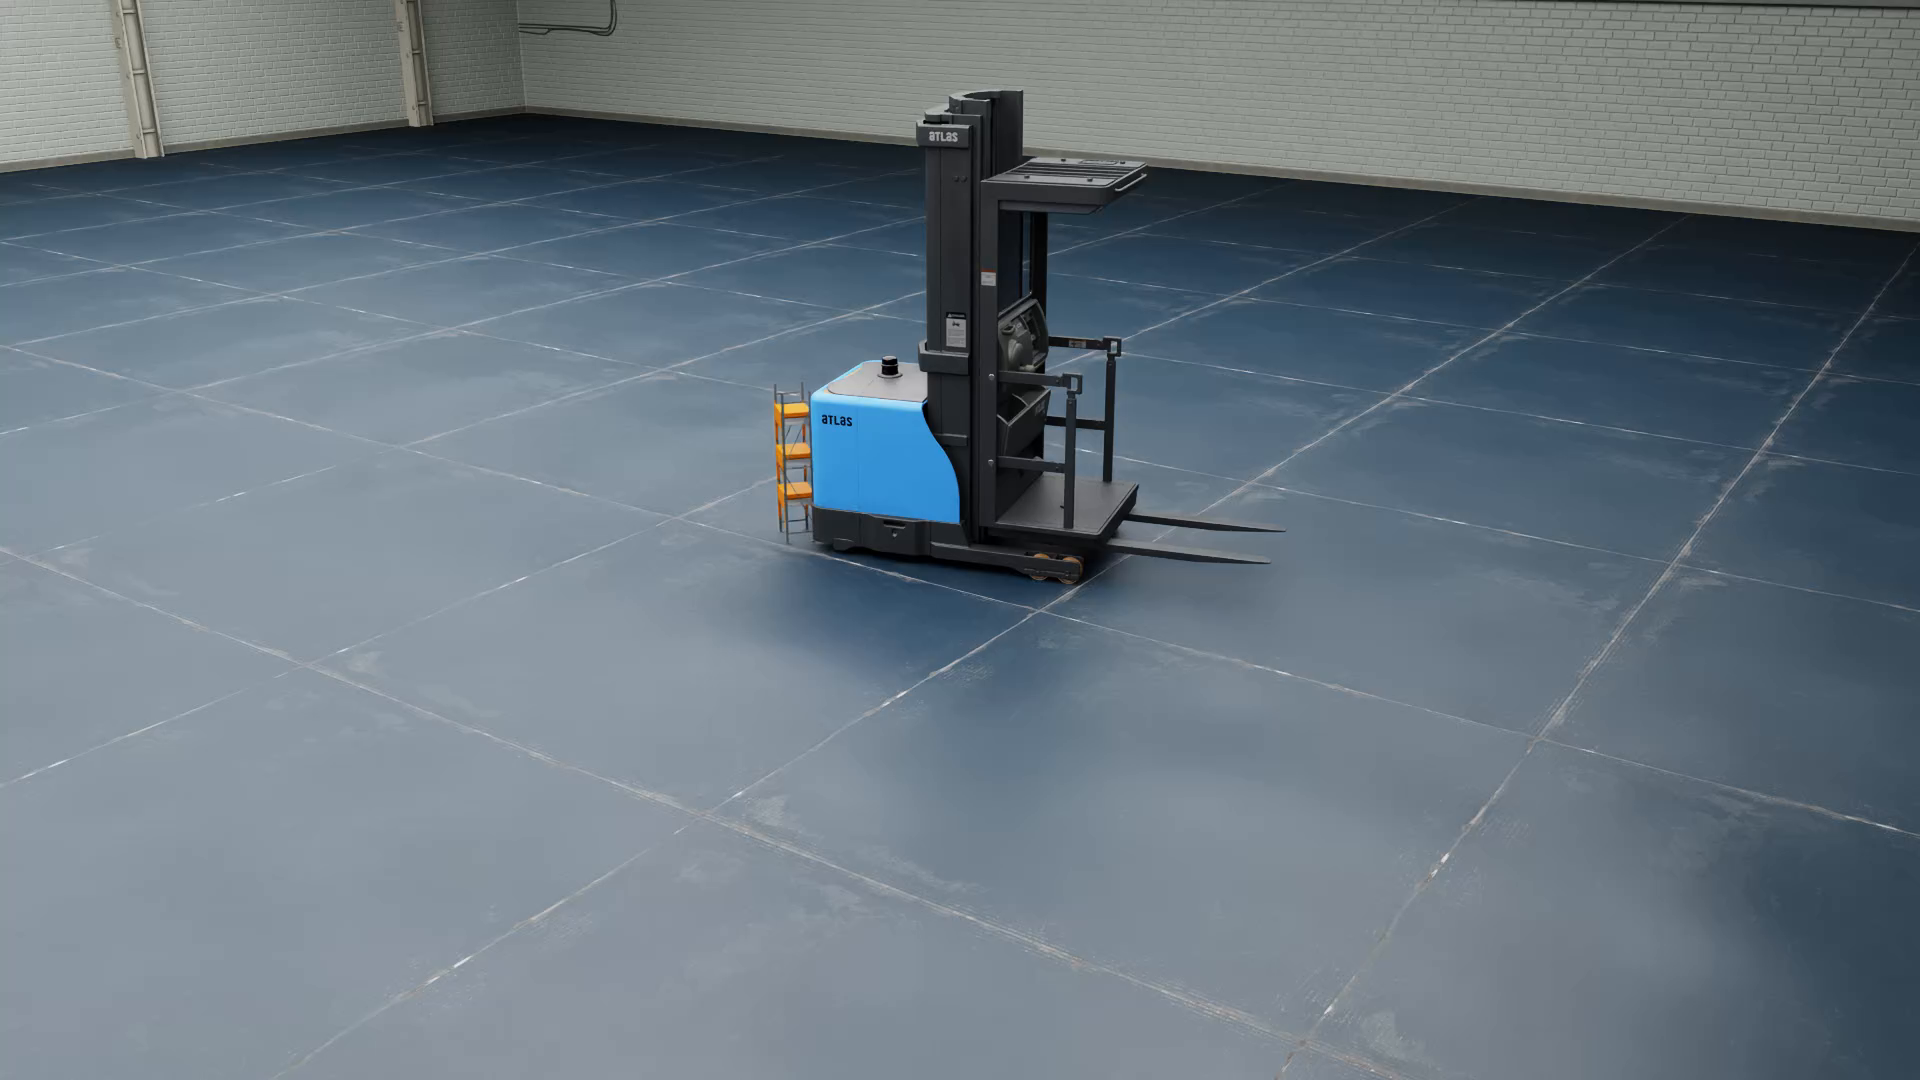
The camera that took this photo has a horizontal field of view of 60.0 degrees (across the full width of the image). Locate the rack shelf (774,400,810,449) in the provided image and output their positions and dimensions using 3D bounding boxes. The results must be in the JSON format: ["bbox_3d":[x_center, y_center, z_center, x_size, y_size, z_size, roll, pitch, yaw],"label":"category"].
[{"bbox_3d":[-1.107,-0.771,11.048,0.215,0.259,0.240,-6,21,-16],"label":"rack shelf"}]

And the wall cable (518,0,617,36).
[{"bbox_3d":[-8.448,-11.967,35.121,3.097,2.526,0.112,13,24,32],"label":"wall cable"}]

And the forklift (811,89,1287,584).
[{"bbox_3d":[0.590,-1.304,10.566,3.031,2.935,1.130,7,21,18],"label":"forklift"}]

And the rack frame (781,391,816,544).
[{"bbox_3d":[-1.072,-0.474,11.033,0.200,1.050,0.008,-6,21,-16],"label":"rack frame"}]

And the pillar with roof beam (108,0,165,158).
[{"bbox_3d":[-11.010,-10.275,26.071,9.100,9.000,0.400,13,24,32],"label":"pillar with roof beam"}]

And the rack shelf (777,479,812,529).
[{"bbox_3d":[-1.107,-0.244,11.243,0.215,0.259,0.240,-6,21,-16],"label":"rack shelf"}]

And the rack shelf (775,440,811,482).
[{"bbox_3d":[-1.107,-0.505,11.146,0.215,0.259,0.240,-6,21,-16],"label":"rack shelf"}]

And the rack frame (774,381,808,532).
[{"bbox_3d":[-1.142,-0.555,11.252,0.200,1.050,0.008,-6,21,-16],"label":"rack frame"}]

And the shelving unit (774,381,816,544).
[{"bbox_3d":[-1.107,-0.515,11.143,0.215,1.050,0.252,-6,21,-16],"label":"shelving unit"}]

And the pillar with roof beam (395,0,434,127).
[{"bbox_3d":[-7.637,-11.996,30.725,9.100,9.000,0.400,13,24,32],"label":"pillar with roof beam"}]
